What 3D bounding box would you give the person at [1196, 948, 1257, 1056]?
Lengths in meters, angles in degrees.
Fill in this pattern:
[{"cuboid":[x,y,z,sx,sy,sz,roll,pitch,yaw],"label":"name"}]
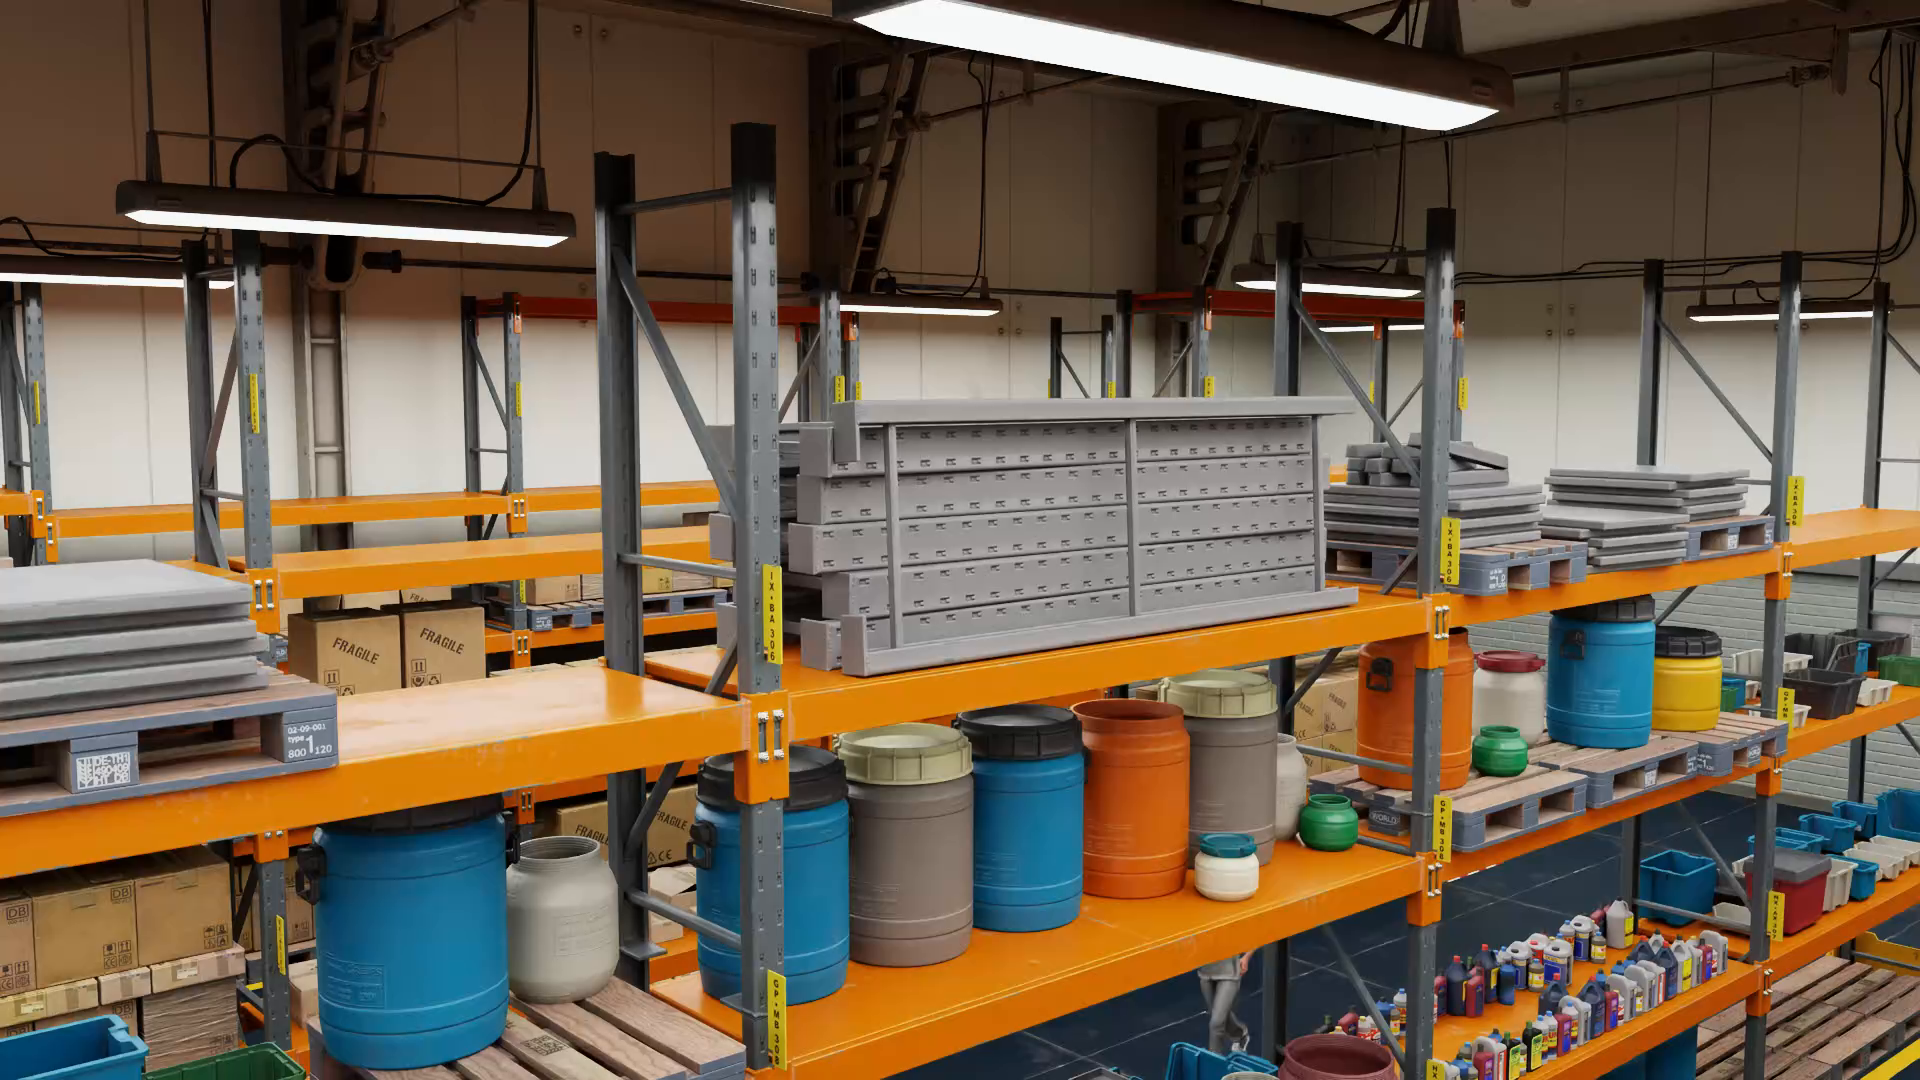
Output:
[{"cuboid":[1.914,3.206,12.197,0.534,1.615,0.863,5,7,40],"label":"person"}]
